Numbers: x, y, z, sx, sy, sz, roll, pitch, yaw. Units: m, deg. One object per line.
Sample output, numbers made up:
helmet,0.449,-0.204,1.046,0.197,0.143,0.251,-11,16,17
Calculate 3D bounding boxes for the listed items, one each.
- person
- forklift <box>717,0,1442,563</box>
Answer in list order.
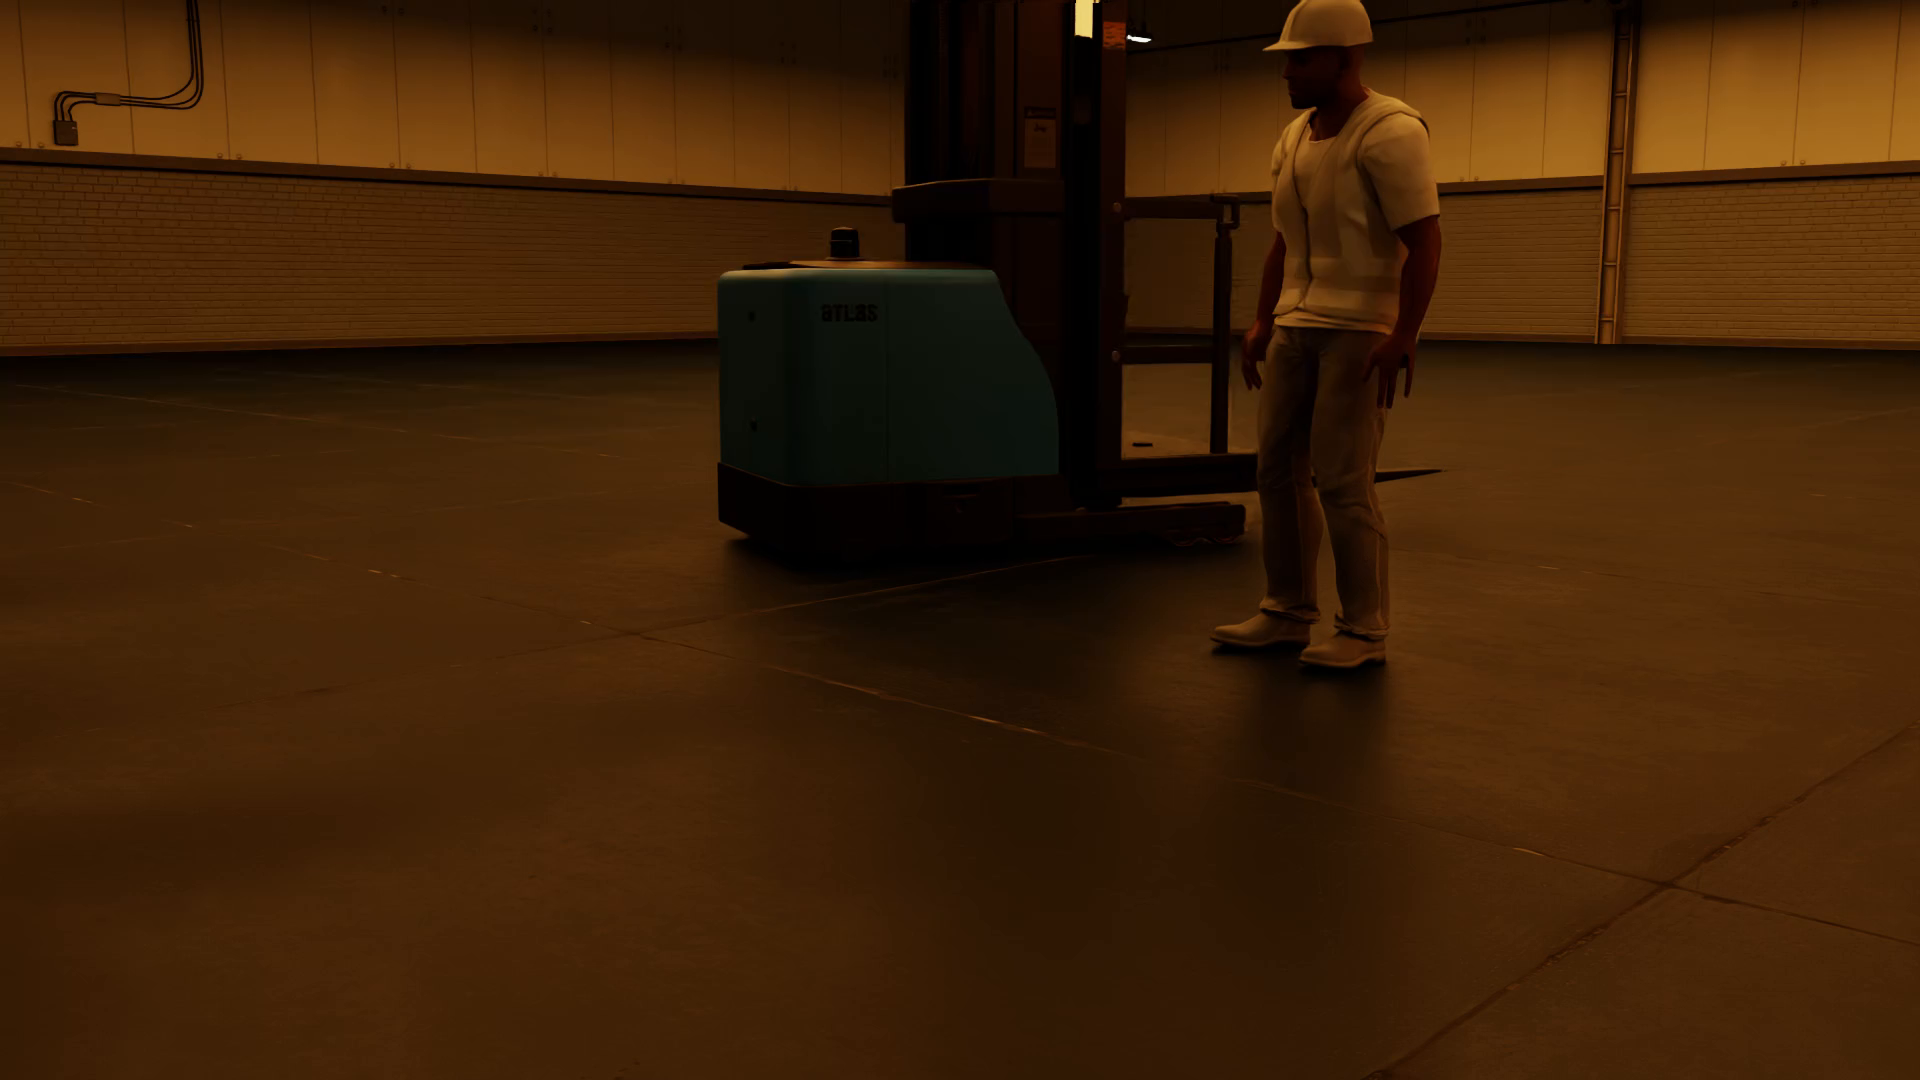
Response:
person,0.983,-0.548,4.460,0.450,1.759,0.670,-4,10,-26
forklift,0.581,-1.487,6.752,3.031,2.935,1.130,-4,9,-23
